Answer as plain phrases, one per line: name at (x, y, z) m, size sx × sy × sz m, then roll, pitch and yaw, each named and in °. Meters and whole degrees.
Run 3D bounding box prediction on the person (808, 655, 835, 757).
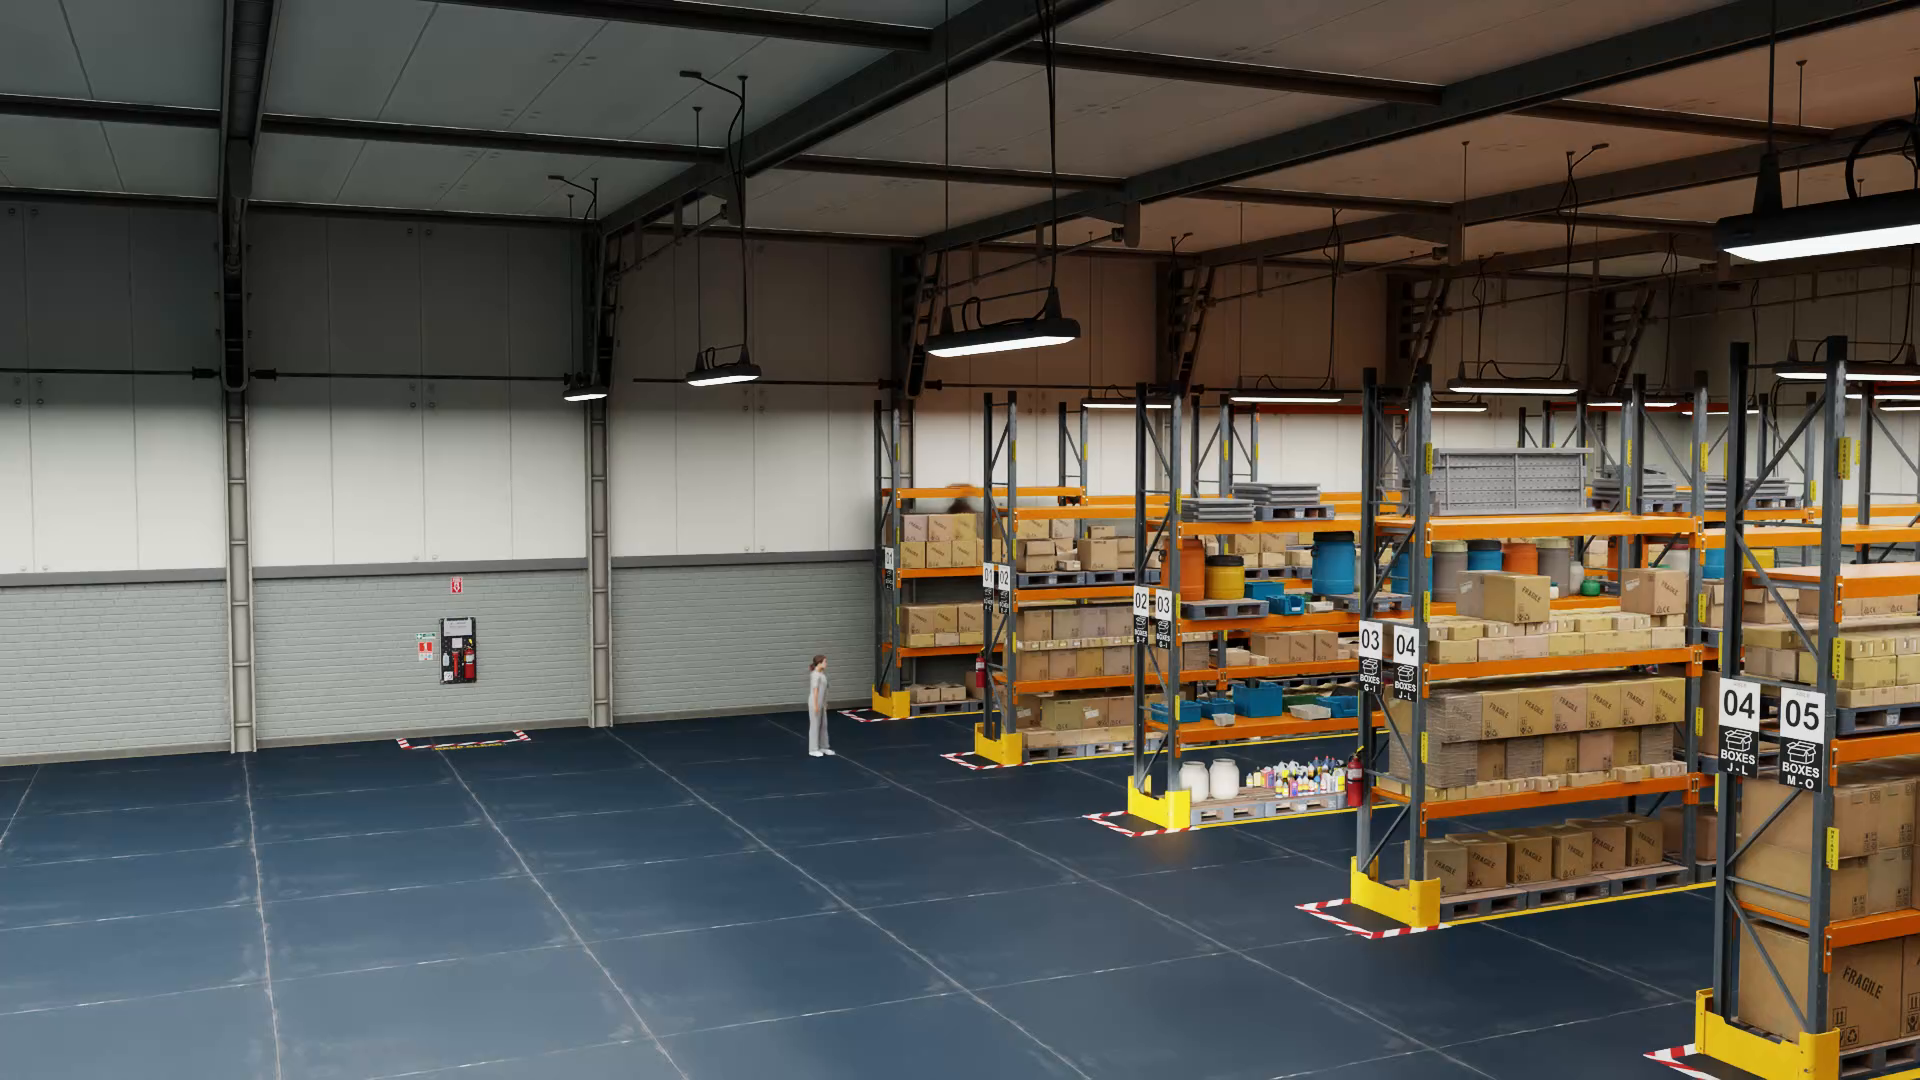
person at (-2.302, 2.736, 27.483) m, size 0.413 × 1.695 × 0.484 m, roll 1°, pitch 3°, yaw 9°
